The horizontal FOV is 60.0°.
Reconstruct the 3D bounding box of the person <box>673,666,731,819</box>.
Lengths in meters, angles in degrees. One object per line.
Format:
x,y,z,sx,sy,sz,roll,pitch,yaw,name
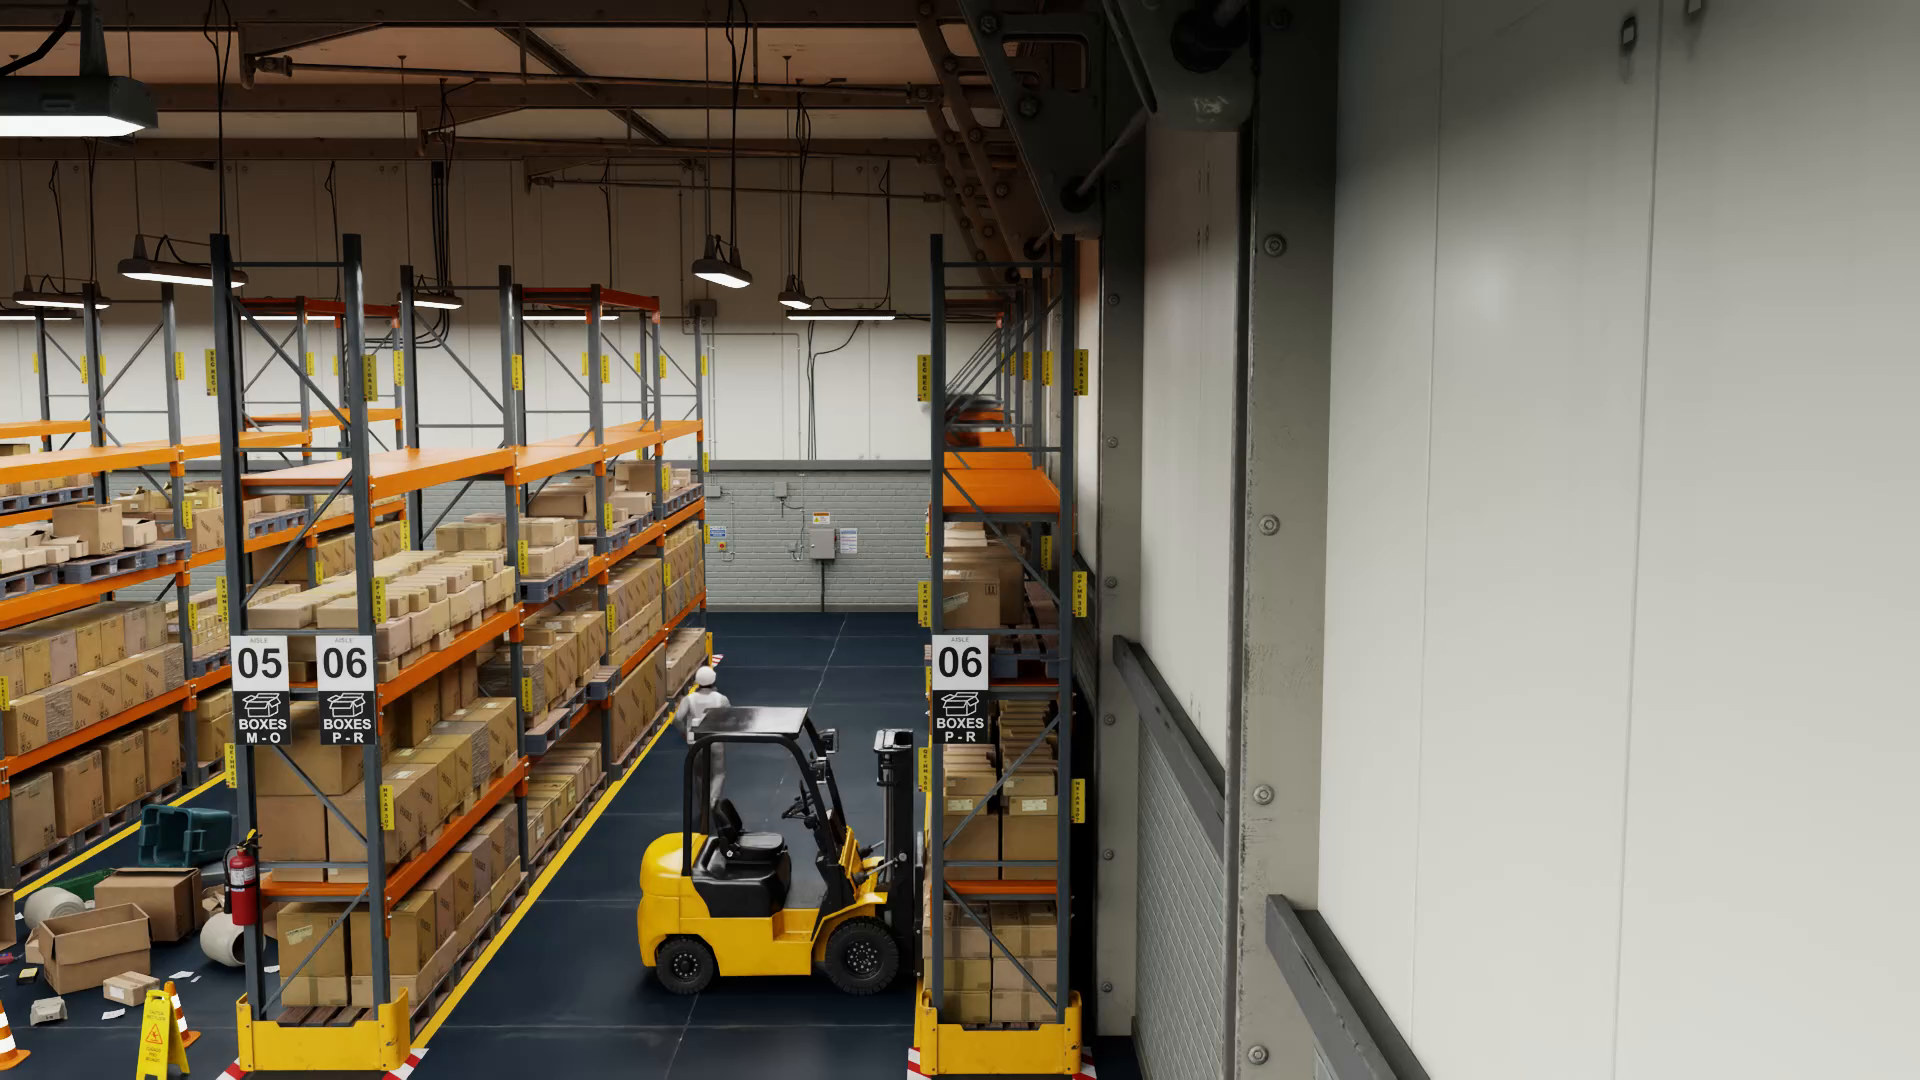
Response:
-2.825,2.255,18.470,0.677,1.748,0.905,0,6,-4,person
